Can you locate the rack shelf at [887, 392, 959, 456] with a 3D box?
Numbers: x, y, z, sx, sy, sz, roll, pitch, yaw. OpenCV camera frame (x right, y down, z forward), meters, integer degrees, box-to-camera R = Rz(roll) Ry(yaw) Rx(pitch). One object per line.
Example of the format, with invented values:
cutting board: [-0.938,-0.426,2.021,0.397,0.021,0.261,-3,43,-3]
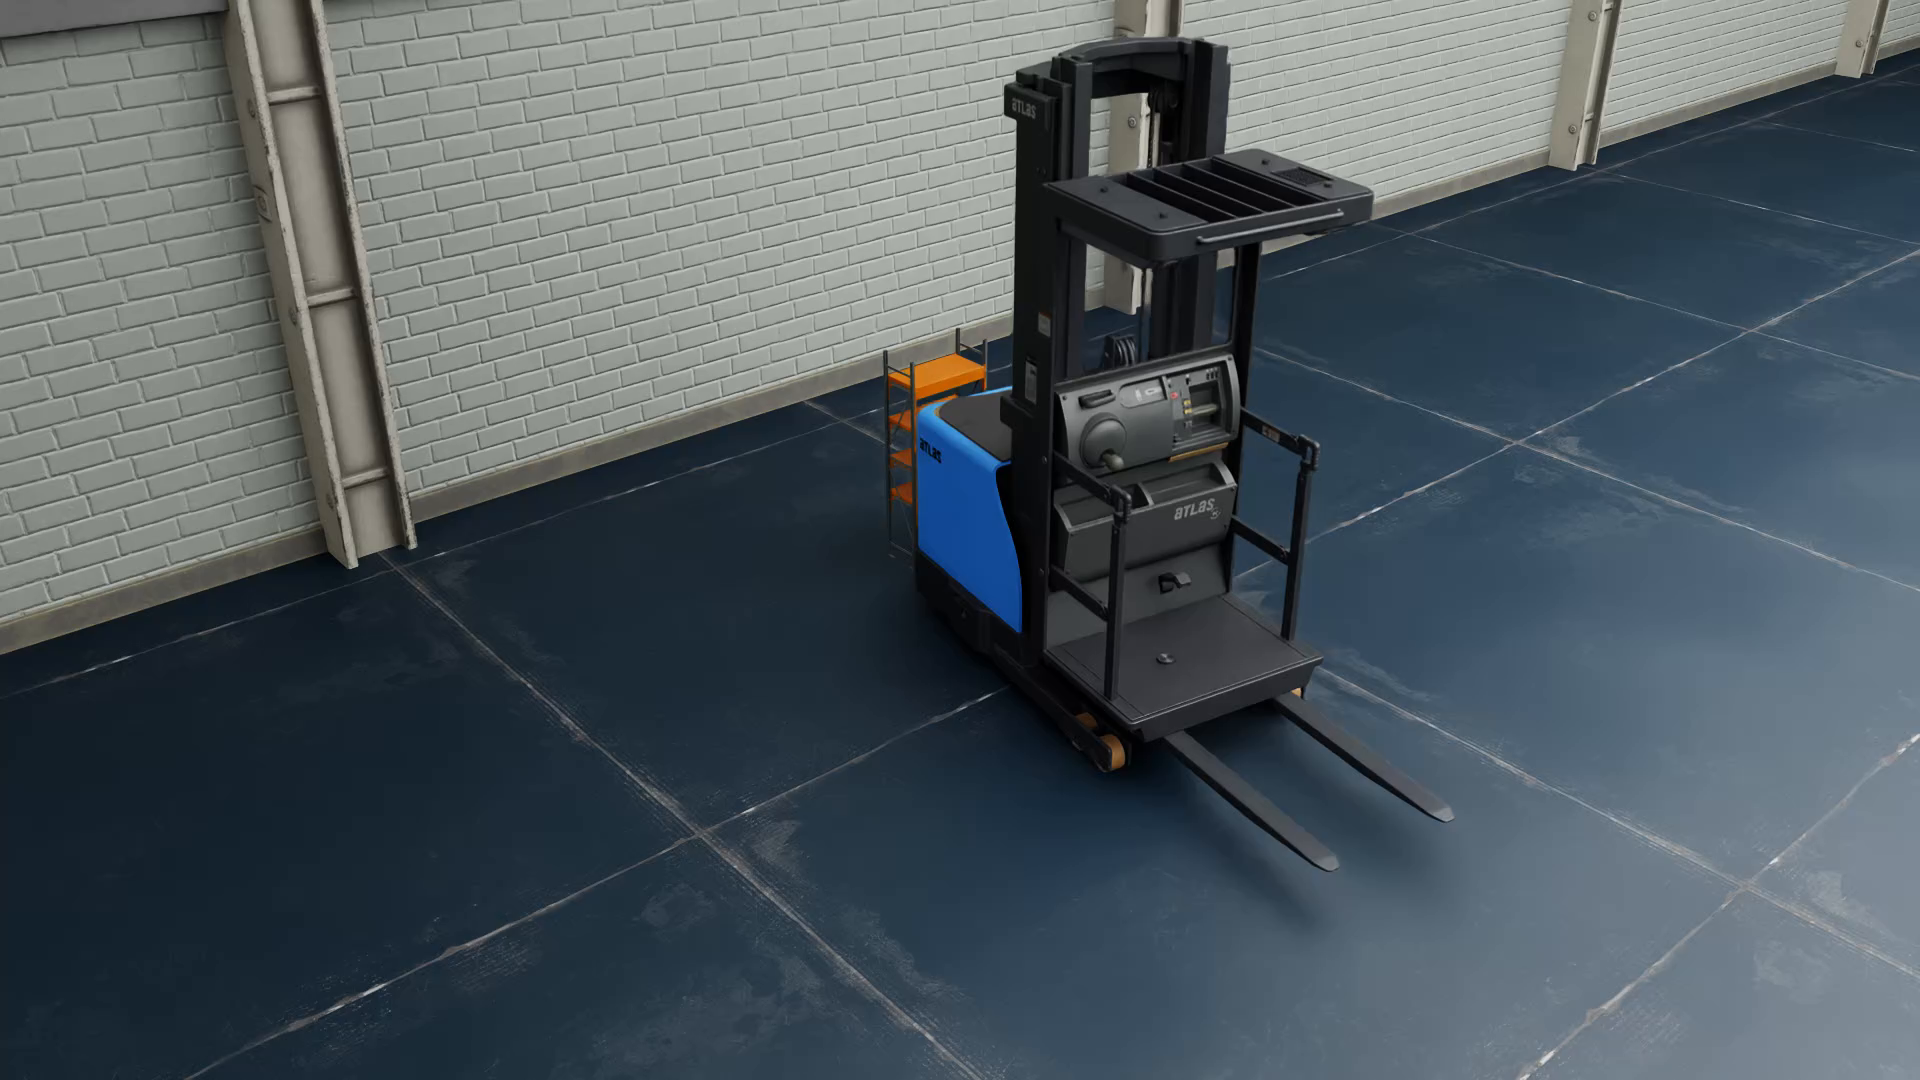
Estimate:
rack shelf: [-0.126,-0.616,8.799,0.480,0.148,0.258,-22,35,-35]

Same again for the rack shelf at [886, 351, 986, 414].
rack shelf: [-0.126,-0.825,8.687,0.480,0.148,0.258,-22,35,-35]

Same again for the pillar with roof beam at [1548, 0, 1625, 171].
pillar with roof beam: [8.681,-6.054,11.031,0.400,9.000,9.100,-22,35,-35]

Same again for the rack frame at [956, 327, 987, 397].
rack frame: [0.060,-0.553,9.012,0.015,1.200,0.240,-22,35,-35]

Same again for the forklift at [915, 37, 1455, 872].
forklift: [0.945,-0.517,7.108,1.130,2.935,3.031,-15,32,-26]

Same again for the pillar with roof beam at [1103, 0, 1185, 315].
pillar with roof beam: [4.116,-4.219,7.597,0.400,9.000,9.100,-22,35,-35]

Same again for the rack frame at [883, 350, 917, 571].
rack frame: [-0.312,-0.404,8.733,0.015,1.200,0.240,-22,35,-35]

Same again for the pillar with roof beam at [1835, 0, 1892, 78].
pillar with roof beam: [13.245,-7.890,14.466,0.400,9.000,9.100,-22,35,-35]

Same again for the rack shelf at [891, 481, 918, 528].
rack shelf: [-0.126,-0.244,8.998,0.480,0.148,0.258,-22,35,-35]

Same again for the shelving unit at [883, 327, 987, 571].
shelving unit: [-0.126,-0.479,8.872,0.503,1.200,0.258,-22,35,-35]

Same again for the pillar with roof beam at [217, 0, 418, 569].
pillar with roof beam: [-0.448,-2.383,4.162,0.400,9.000,9.100,-22,35,-35]

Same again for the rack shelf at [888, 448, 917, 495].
rack shelf: [-0.126,-0.419,8.904,0.480,0.148,0.258,-22,35,-35]
